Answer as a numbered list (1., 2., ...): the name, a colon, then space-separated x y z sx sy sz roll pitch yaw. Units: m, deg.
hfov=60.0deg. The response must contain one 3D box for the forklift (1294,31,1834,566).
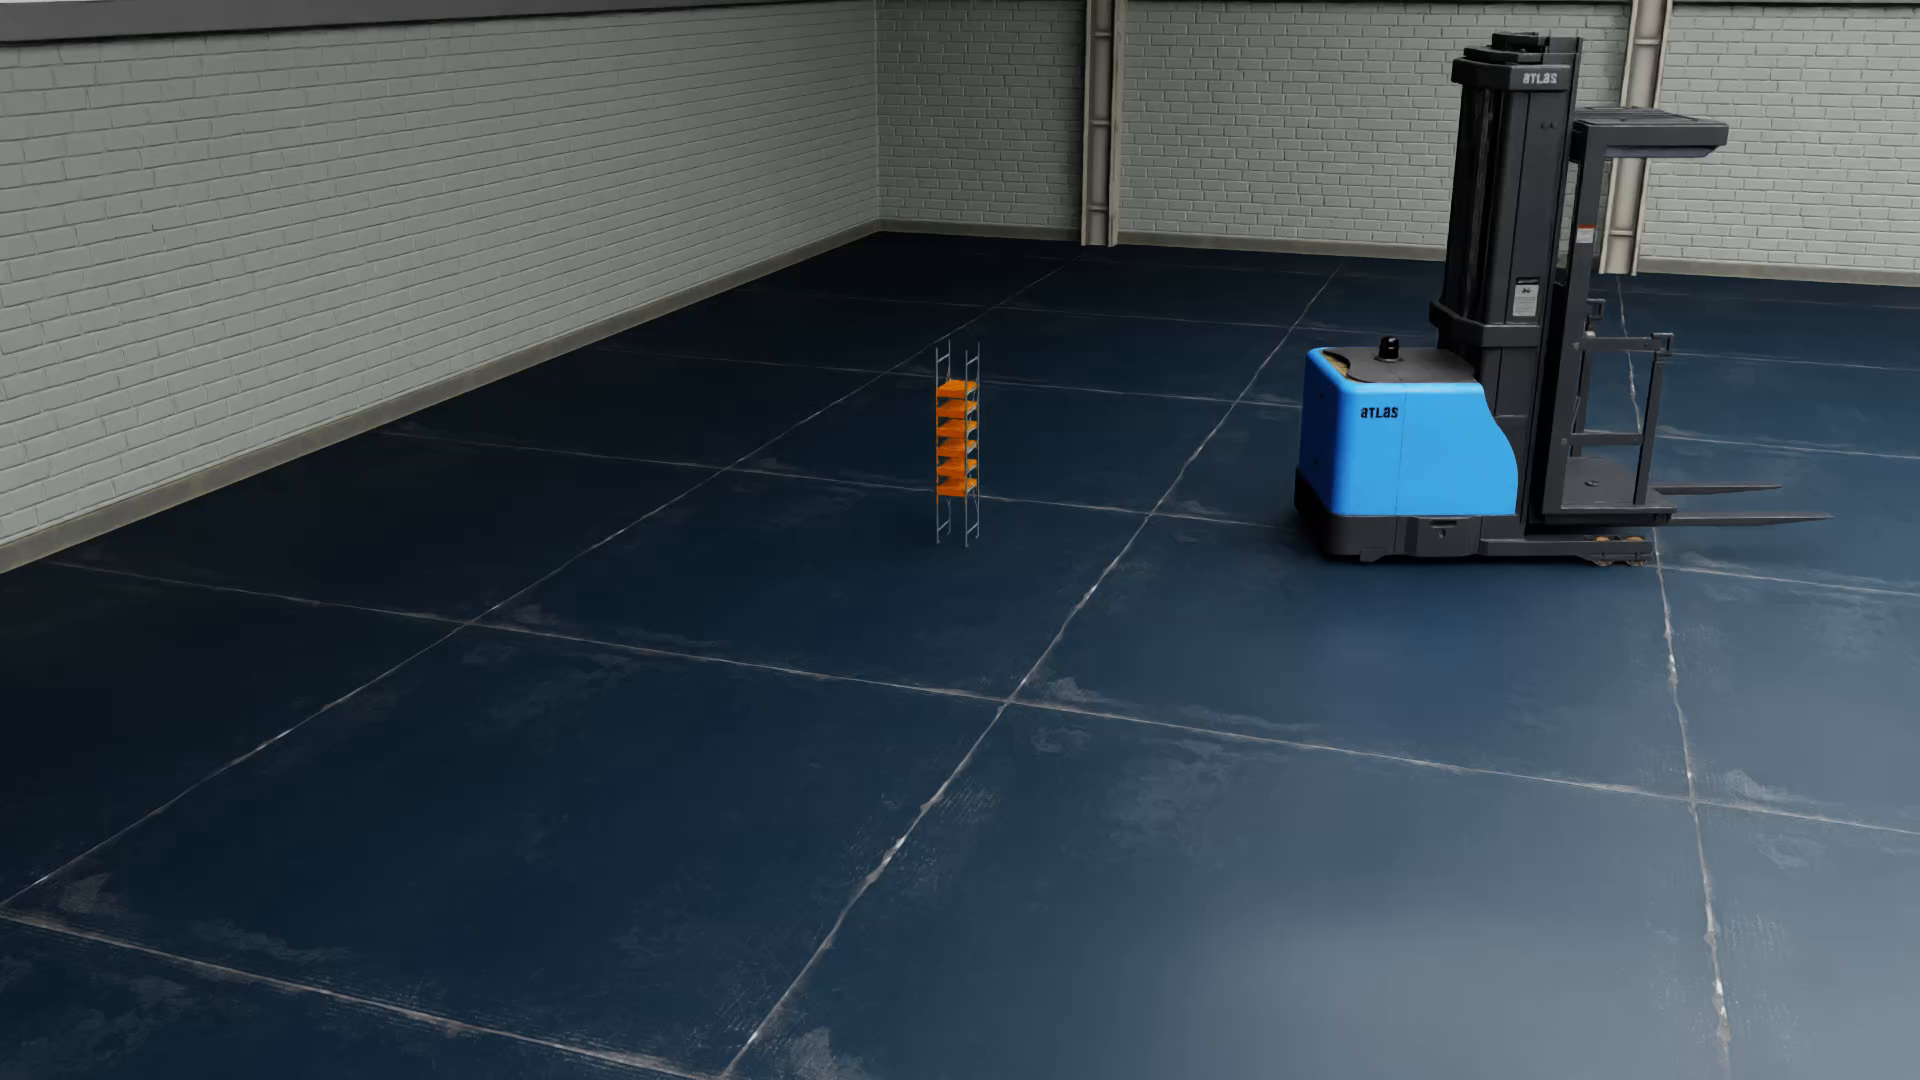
1. forklift: 3.630 -1.408 9.664 3.031 2.935 1.130 0 19 -1

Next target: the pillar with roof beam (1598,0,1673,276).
1. pillar with roof beam: 5.977 -5.919 13.386 0.400 9.000 9.100 7 20 18

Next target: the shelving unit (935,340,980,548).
1. shelving unit: -0.014 -0.568 9.883 0.189 1.200 0.258 7 20 18

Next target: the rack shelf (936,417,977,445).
1. rack shelf: -0.014 -0.639 9.858 0.180 0.103 0.258 7 20 18

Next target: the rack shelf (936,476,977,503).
1. rack shelf: -0.014 -0.300 9.977 0.180 0.103 0.258 7 20 18

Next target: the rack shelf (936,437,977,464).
1. rack shelf: -0.014 -0.526 9.898 0.180 0.103 0.258 7 20 18

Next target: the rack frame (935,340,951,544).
1. rack frame: -0.100 -0.578 9.912 0.006 1.200 0.240 7 20 18

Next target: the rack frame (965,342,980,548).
1. rack frame: 0.073 -0.558 9.855 0.006 1.200 0.240 7 20 18

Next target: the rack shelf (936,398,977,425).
1. rack shelf: -0.014 -0.753 9.819 0.180 0.103 0.258 7 20 18

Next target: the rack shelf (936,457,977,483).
1. rack shelf: -0.014 -0.413 9.937 0.180 0.103 0.258 7 20 18

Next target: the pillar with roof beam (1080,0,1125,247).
1. pillar with roof beam: 0.309 -6.567 15.245 0.400 9.000 9.100 7 20 18

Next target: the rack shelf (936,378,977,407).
1. rack shelf: -0.014 -0.866 9.779 0.180 0.103 0.258 7 20 18
